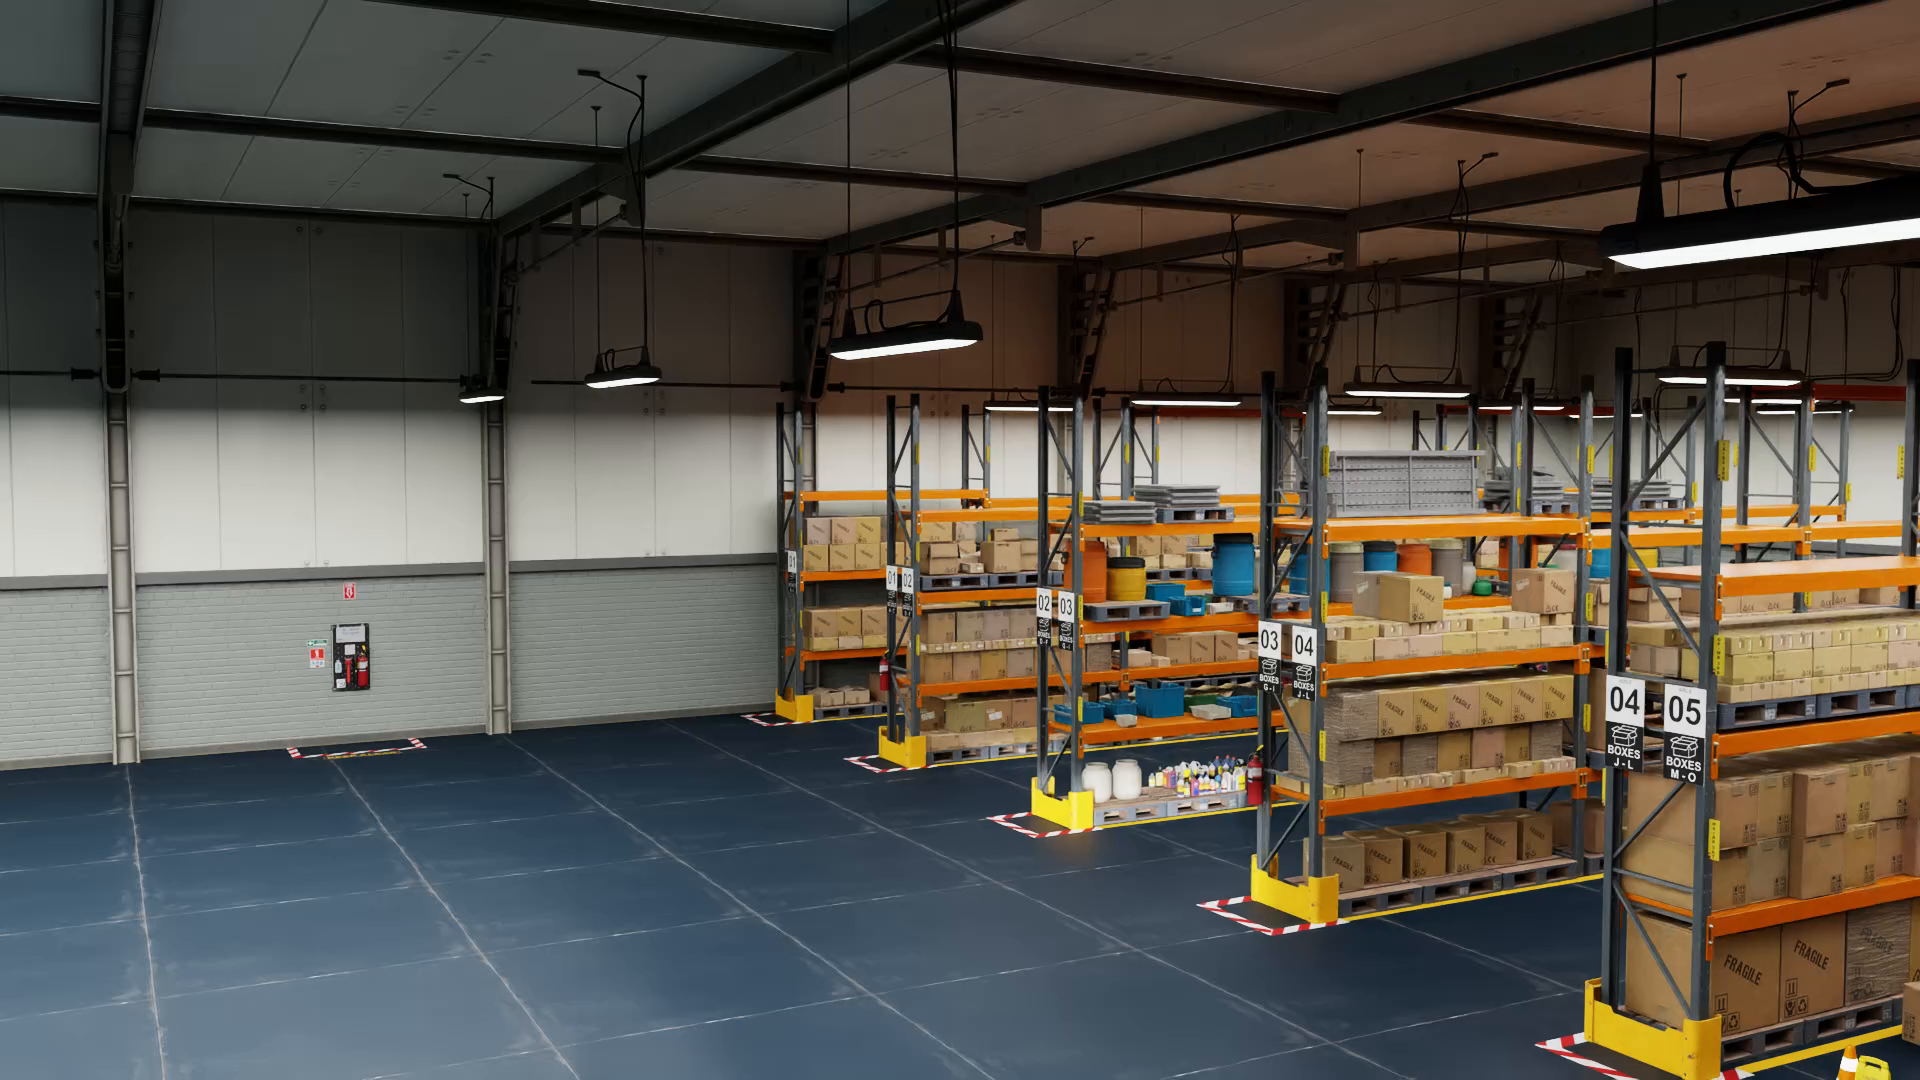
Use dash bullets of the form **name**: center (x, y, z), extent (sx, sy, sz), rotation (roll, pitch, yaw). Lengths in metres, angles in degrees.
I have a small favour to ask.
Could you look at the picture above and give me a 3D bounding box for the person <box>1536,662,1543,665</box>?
- **person**: center (13.379, 2.110, 38.655), extent (0.574, 1.714, 0.619), rotation (0, 3, -6)
